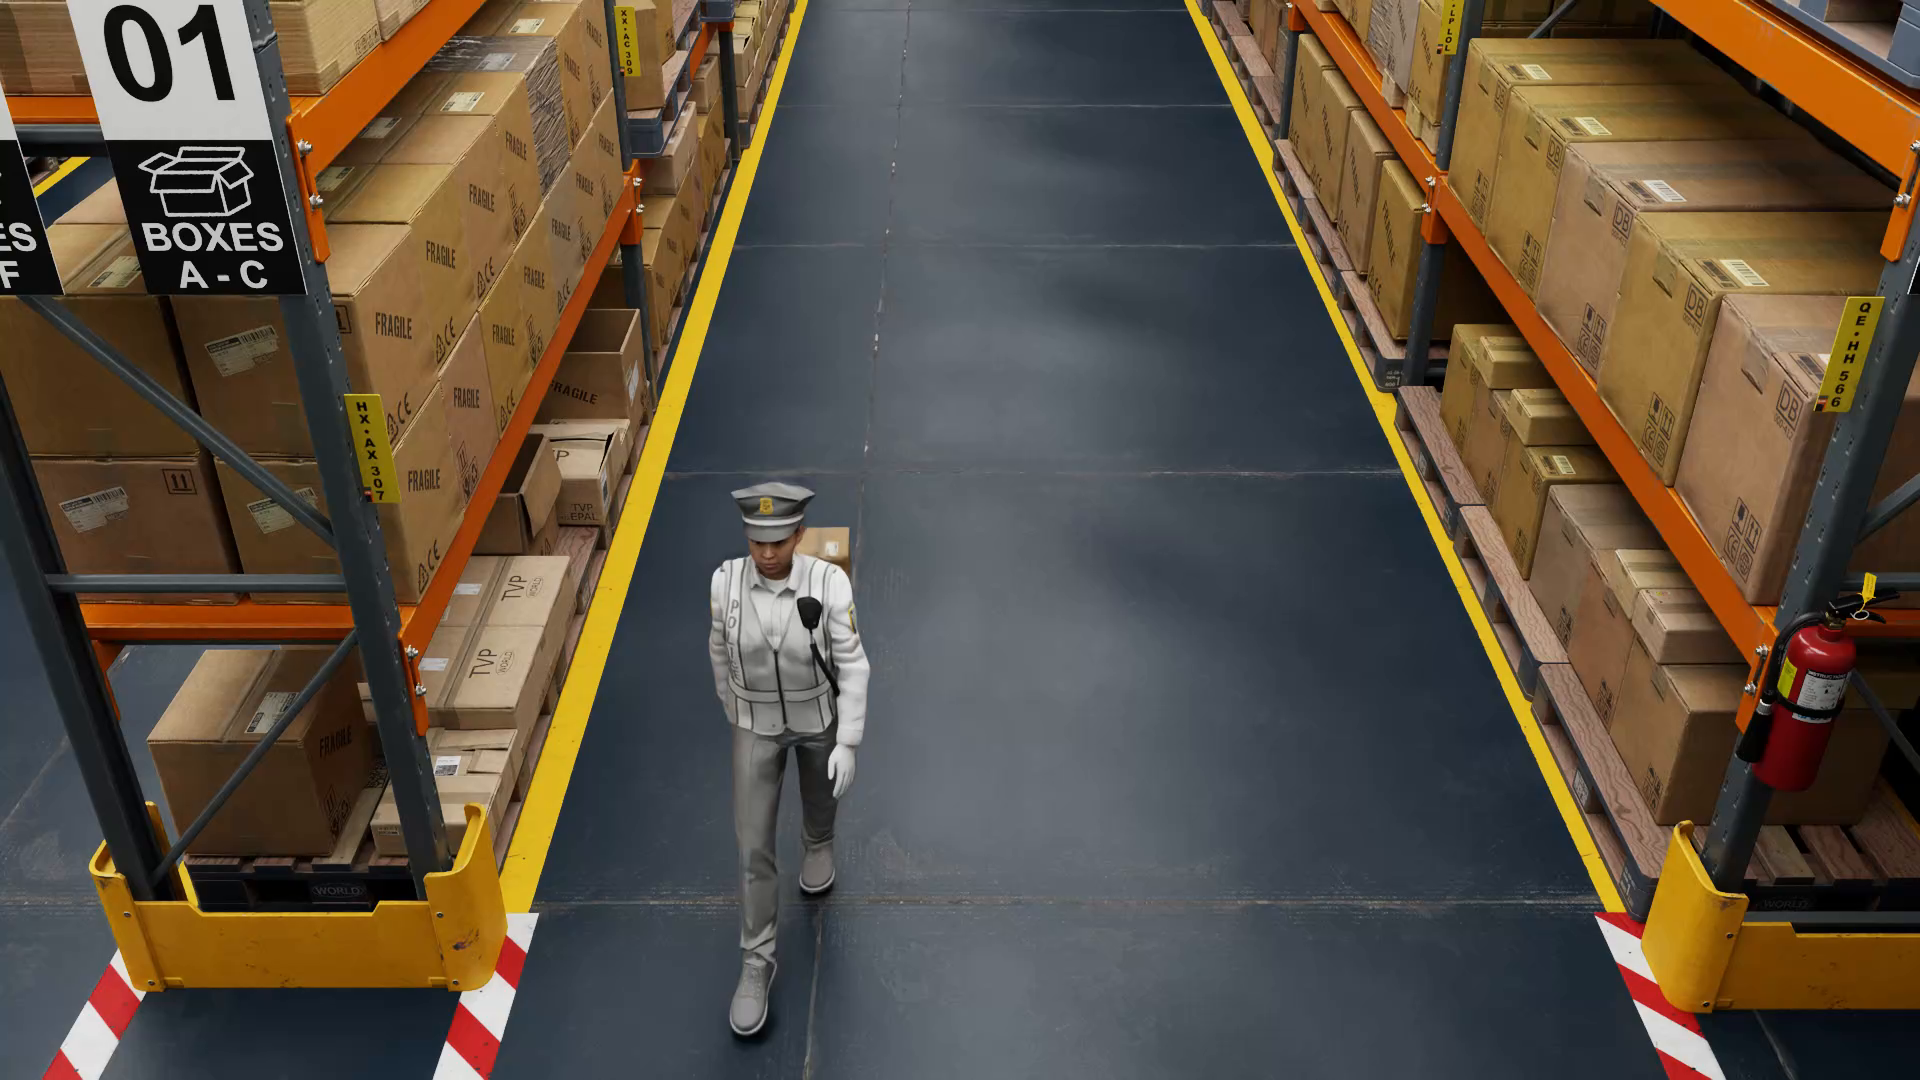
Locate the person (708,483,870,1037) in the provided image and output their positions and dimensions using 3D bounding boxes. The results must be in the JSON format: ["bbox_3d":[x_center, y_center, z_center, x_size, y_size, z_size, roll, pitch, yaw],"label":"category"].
[{"bbox_3d":[-0.521,0.601,5.100,0.502,1.650,0.896,-2,32,-3],"label":"person"}]
